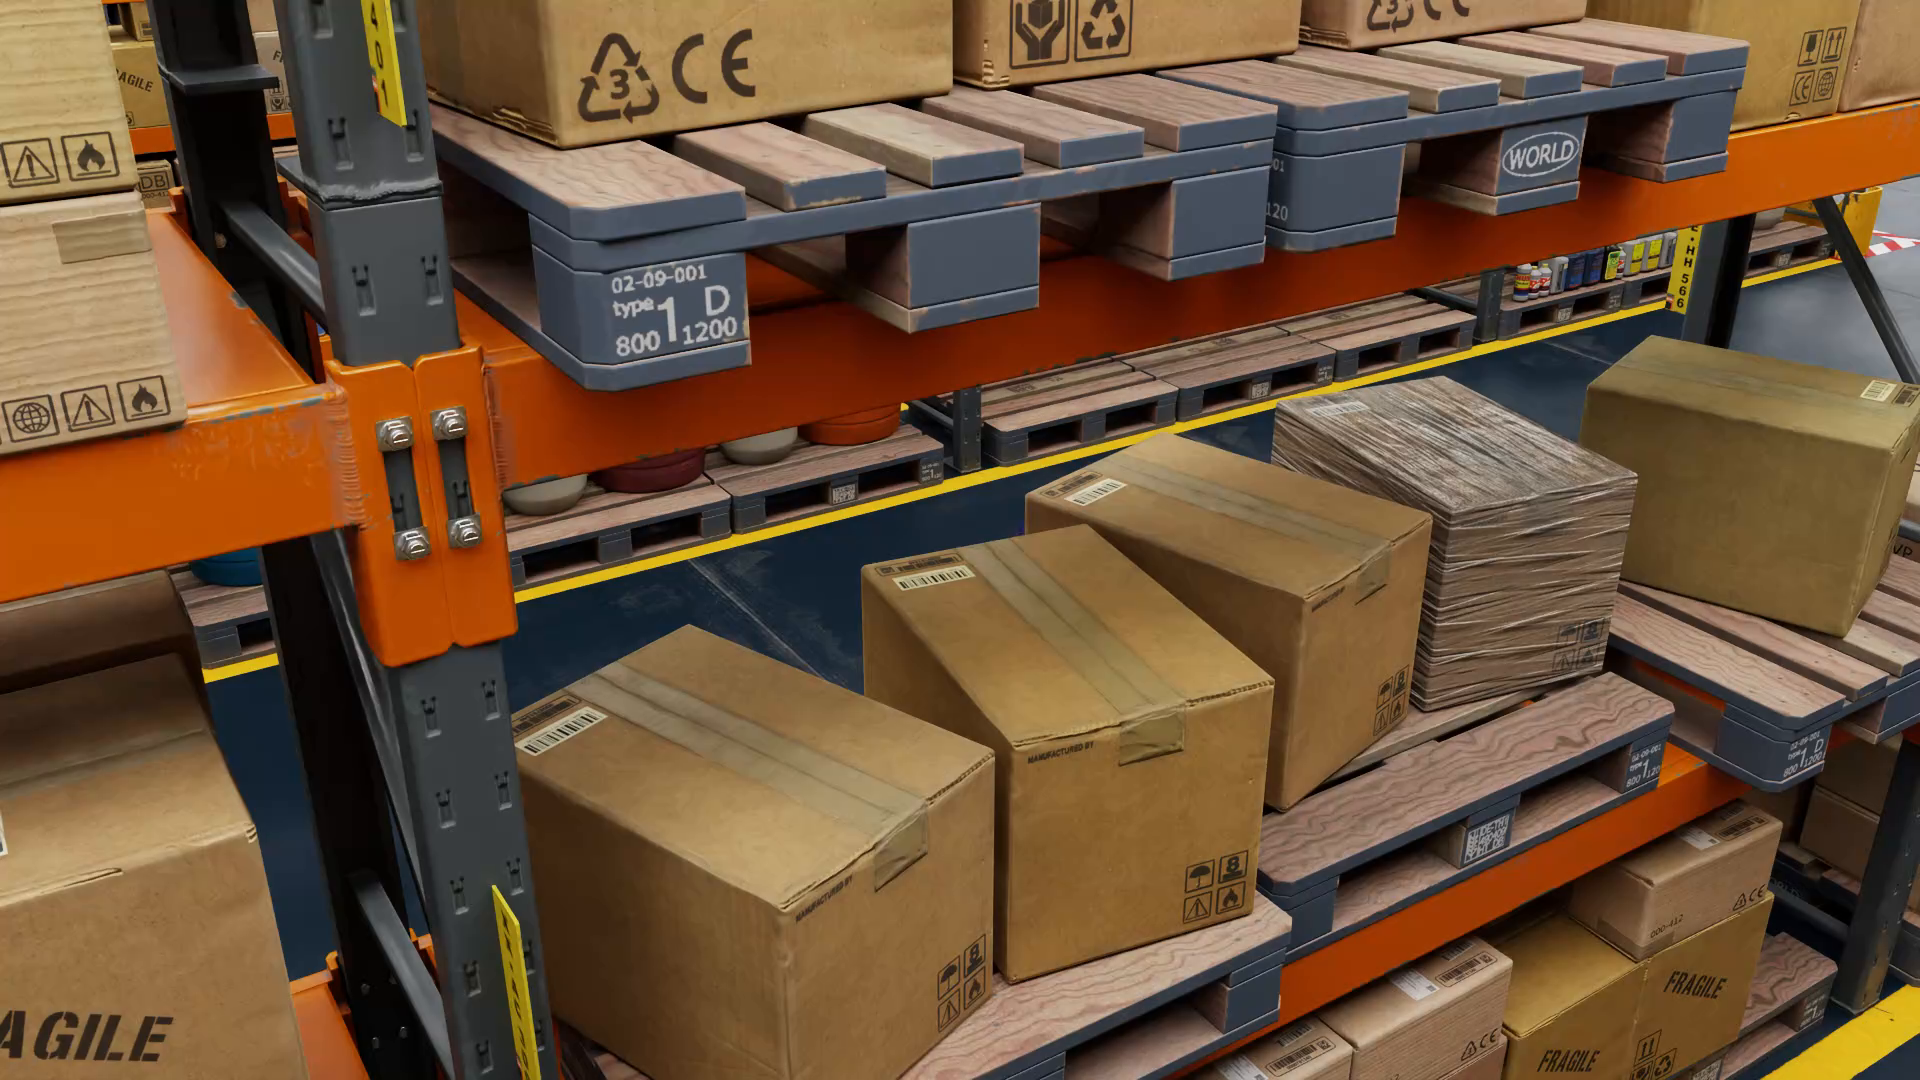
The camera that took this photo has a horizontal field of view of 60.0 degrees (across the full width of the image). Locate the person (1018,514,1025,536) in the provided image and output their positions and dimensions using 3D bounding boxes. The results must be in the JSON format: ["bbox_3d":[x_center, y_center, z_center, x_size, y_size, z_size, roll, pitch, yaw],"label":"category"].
[{"bbox_3d":[0.656,0.120,6.840,0.900,0.830,0.521,-17,30,-32],"label":"person"}]
